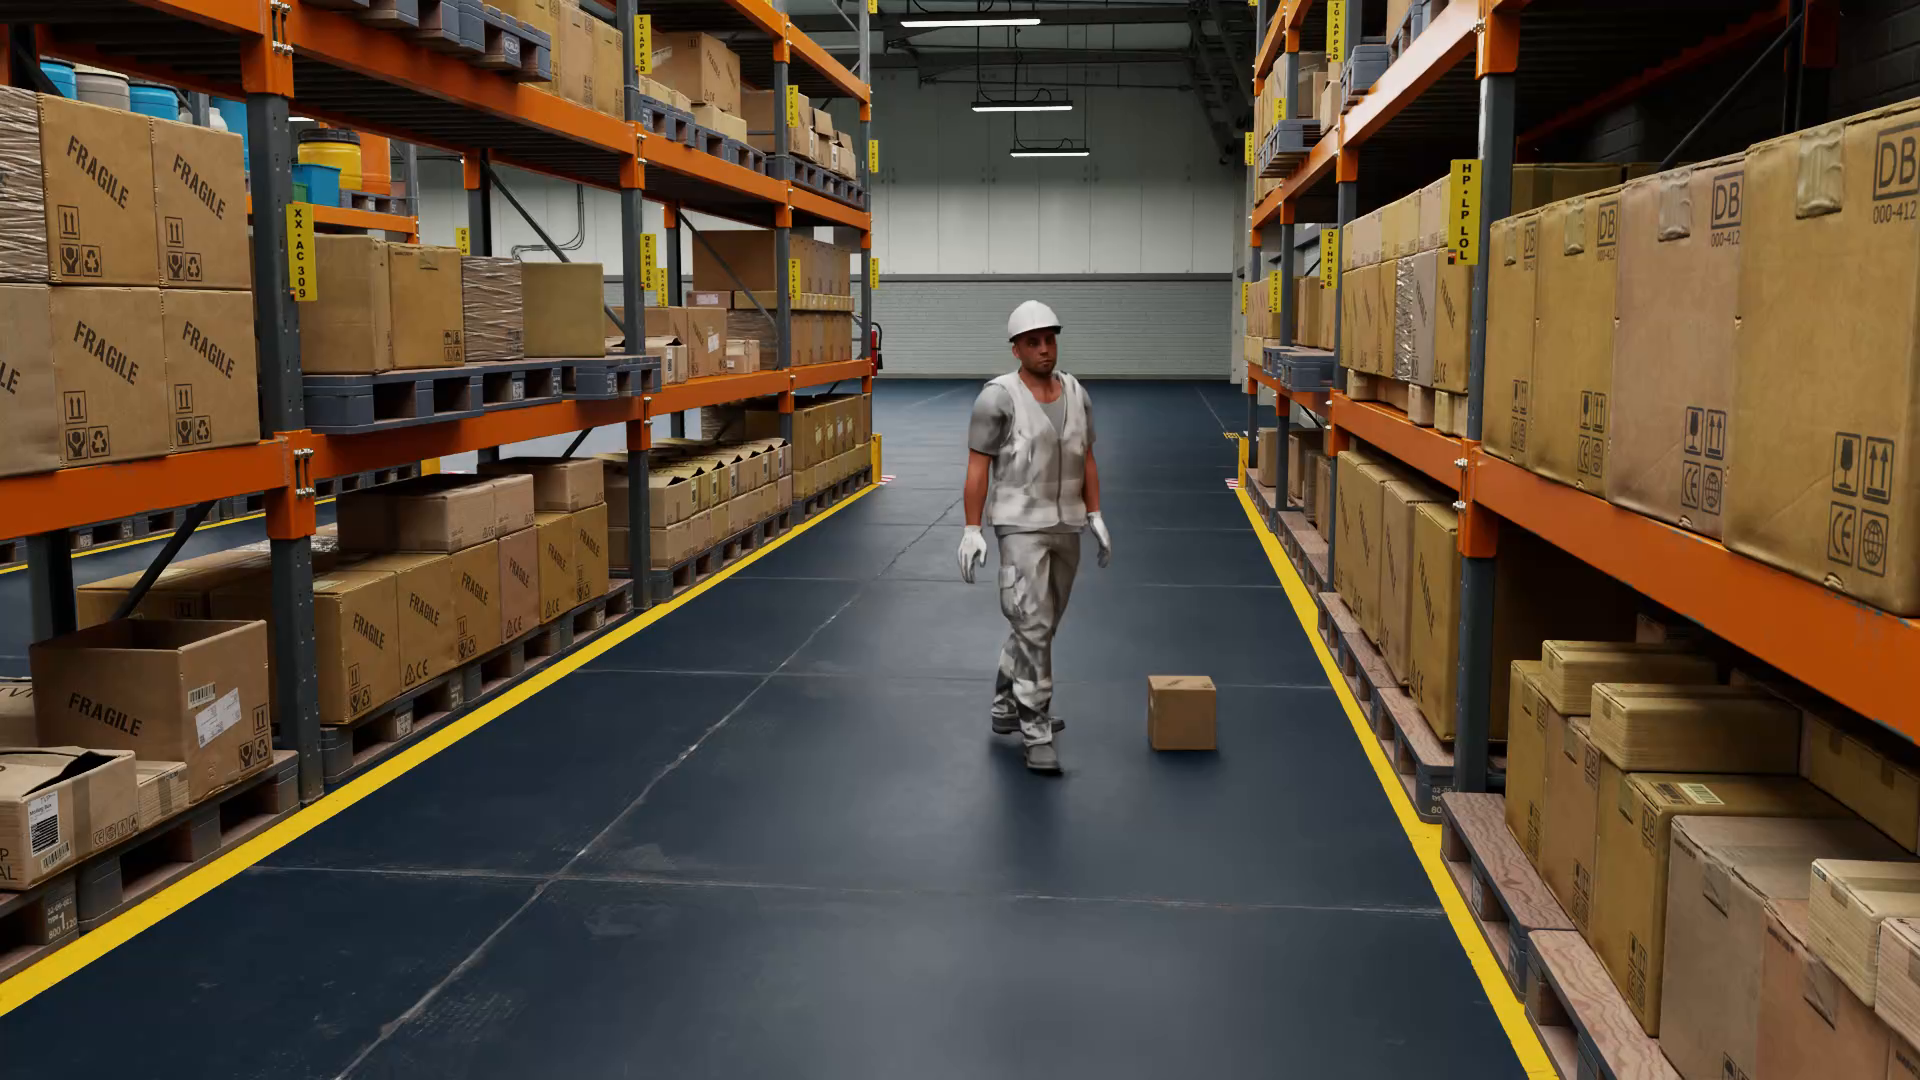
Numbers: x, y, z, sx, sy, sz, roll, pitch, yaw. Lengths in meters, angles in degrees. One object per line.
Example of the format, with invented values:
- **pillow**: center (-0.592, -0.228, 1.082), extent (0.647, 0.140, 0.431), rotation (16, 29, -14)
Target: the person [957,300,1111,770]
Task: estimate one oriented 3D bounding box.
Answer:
- **person**: center (0.267, -0.032, 6.459), extent (0.627, 1.779, 0.623), rotation (-5, 9, -34)
